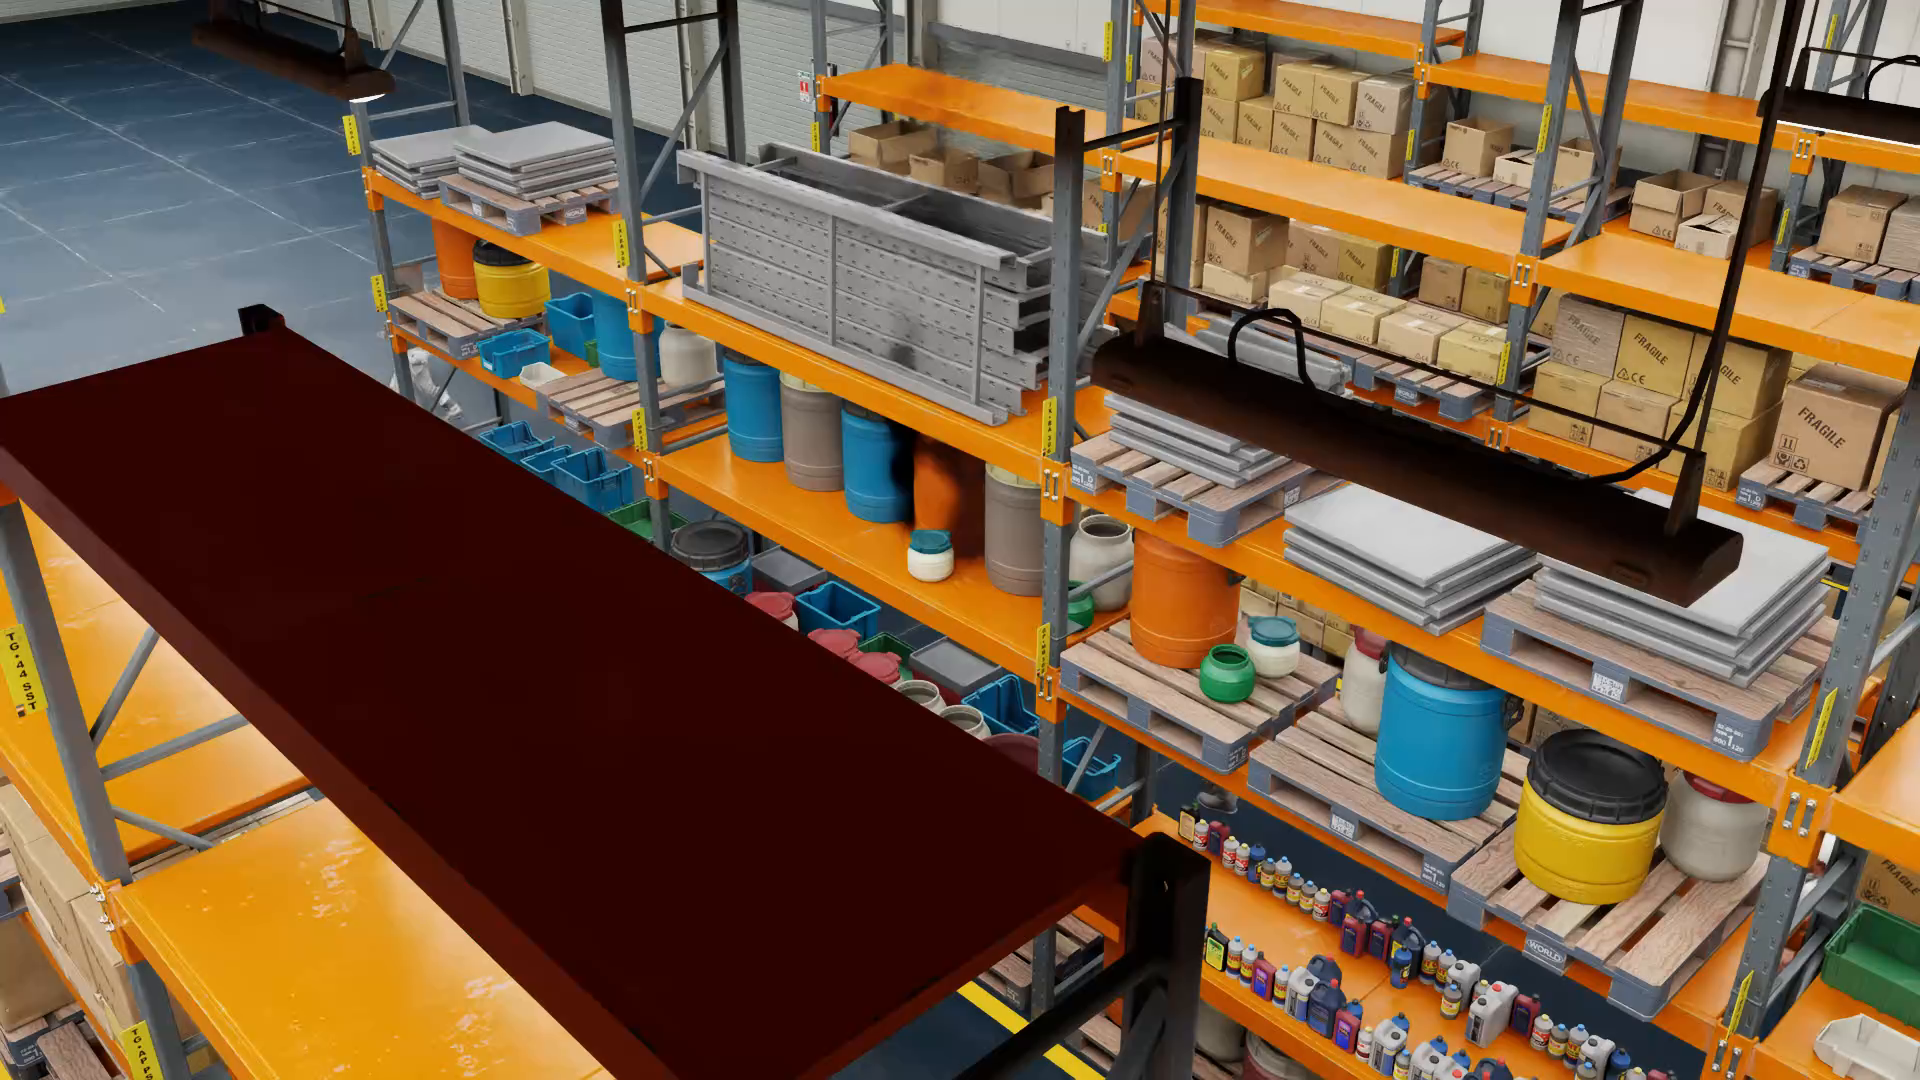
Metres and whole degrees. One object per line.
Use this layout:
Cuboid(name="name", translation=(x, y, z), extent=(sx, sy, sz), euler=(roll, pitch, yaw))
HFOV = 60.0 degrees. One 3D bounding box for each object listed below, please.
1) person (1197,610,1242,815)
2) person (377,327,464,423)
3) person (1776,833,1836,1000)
Cuboid(name="person", translation=(1.813, 1.212, 12.175), extent=(0.648, 1.836, 0.652), euler=(17, 33, 29))
Cuboid(name="person", translation=(-6.161, -2.012, 18.744), extent=(0.893, 1.812, 0.669), euler=(-5, 29, -10))
Cuboid(name="person", translation=(5.114, 2.515, 10.252), extent=(0.910, 1.793, 0.644), euler=(21, 34, 33))
